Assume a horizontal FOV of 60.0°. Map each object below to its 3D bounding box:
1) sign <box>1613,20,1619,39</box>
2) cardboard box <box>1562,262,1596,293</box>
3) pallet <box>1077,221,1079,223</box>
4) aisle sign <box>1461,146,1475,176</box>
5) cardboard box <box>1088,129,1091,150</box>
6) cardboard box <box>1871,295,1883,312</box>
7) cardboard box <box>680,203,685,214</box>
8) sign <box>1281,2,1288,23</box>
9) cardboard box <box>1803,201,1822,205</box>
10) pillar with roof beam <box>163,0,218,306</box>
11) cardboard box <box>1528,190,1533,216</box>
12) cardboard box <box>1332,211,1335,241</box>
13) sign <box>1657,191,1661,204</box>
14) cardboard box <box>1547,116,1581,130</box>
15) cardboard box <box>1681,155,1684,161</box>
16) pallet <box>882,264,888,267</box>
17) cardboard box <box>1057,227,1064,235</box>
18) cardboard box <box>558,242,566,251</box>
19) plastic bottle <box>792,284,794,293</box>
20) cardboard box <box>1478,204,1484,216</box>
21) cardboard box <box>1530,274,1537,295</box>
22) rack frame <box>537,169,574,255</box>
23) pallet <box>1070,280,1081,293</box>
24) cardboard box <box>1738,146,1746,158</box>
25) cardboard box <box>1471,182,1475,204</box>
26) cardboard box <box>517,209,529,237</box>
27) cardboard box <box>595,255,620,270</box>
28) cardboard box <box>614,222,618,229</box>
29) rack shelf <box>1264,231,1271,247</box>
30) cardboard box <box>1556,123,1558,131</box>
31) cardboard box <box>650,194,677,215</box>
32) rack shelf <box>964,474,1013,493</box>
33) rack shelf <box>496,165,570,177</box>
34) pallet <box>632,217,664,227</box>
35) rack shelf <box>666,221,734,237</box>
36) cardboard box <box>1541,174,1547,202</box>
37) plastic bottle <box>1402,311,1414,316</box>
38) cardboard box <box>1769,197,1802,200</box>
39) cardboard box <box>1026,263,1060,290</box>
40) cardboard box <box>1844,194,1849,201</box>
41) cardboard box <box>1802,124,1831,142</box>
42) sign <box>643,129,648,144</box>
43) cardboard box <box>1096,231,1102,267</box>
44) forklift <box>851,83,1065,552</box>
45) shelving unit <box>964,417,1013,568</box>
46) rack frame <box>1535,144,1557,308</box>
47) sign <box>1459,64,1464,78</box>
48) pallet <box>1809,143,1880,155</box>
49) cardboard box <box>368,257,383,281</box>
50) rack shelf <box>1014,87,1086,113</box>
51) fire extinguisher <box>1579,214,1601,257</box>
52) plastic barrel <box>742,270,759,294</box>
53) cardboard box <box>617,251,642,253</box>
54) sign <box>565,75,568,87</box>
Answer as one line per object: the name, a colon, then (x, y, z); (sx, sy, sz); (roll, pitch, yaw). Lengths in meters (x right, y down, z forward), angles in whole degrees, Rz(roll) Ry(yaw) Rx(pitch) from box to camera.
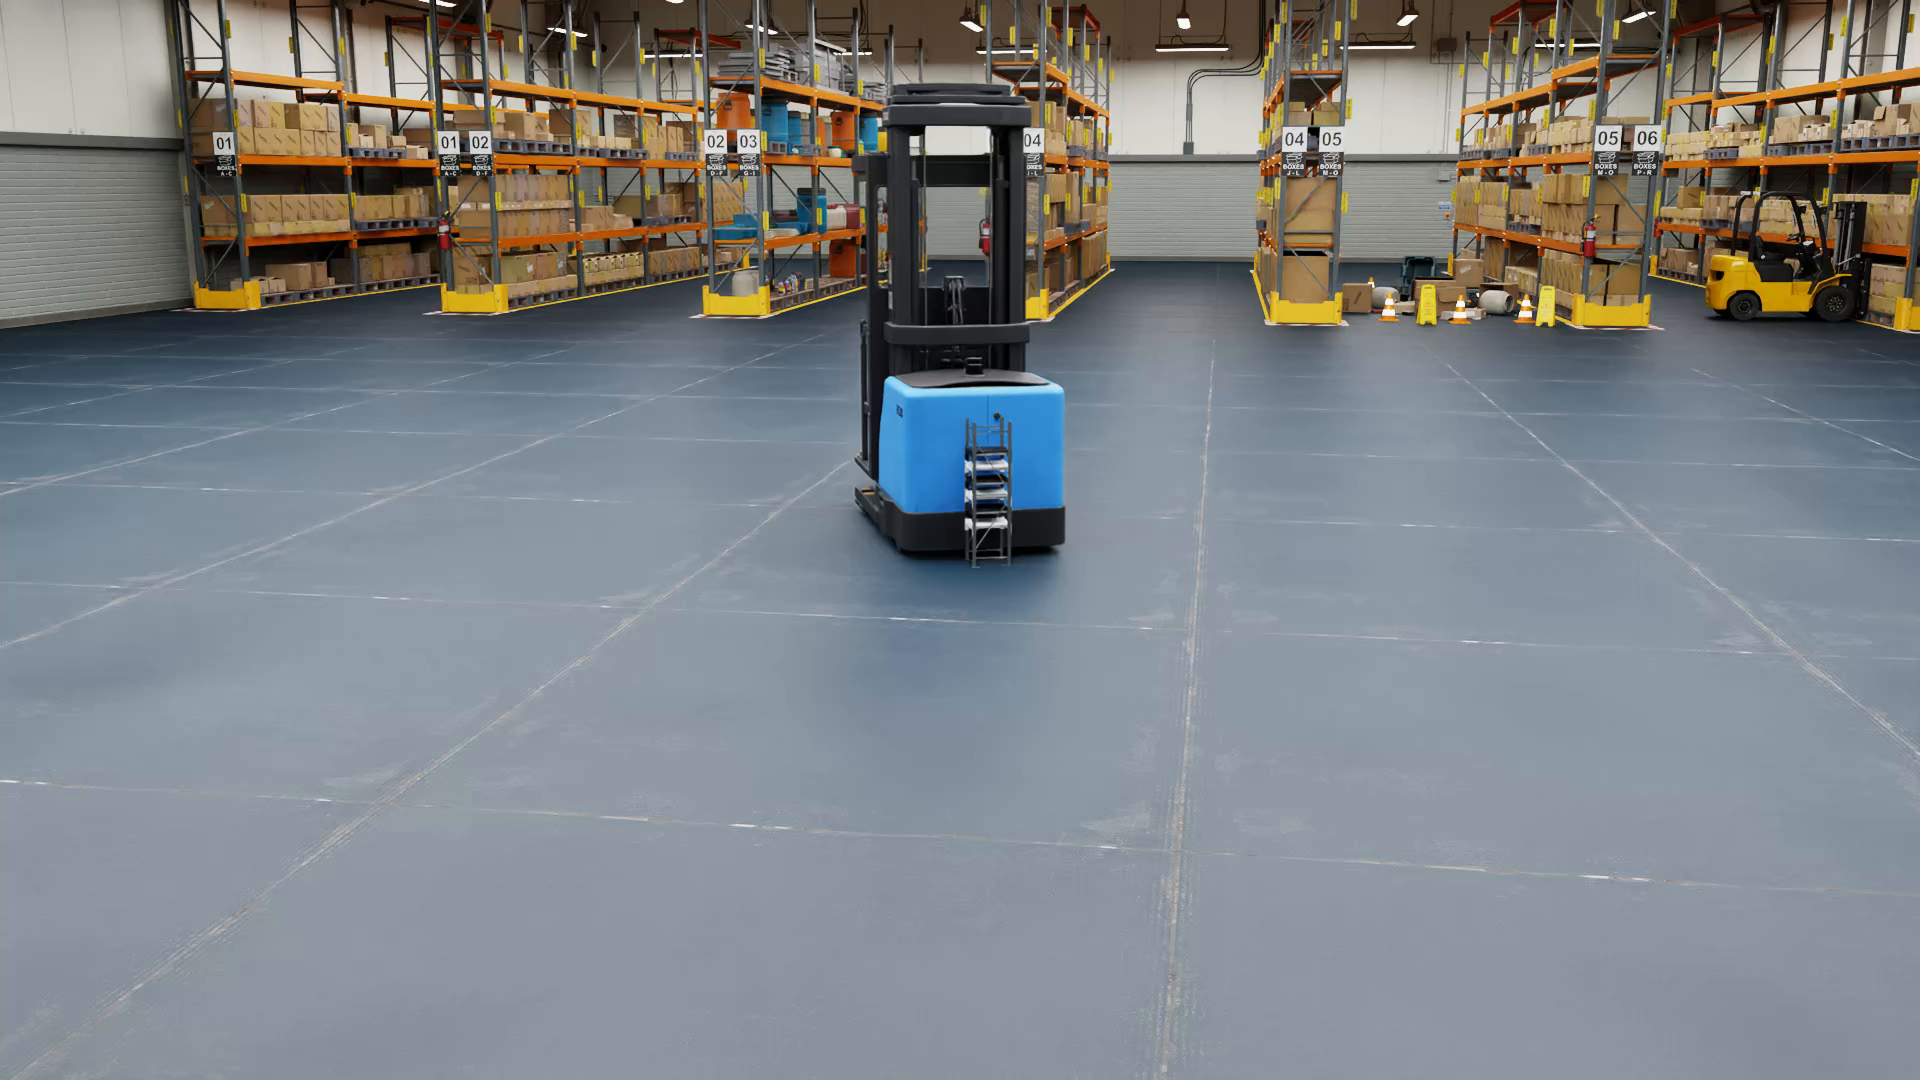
sign: (11.880, -9.245, 30.127); (0.100, 0.325, 0.005); (2, 12, 9)
cardboard box: (10.674, -4.518, 28.586); (0.500, 0.500, 0.500); (2, 12, 11)
pallet: (1.906, -6.485, 34.421); (1.003, 0.211, 1.213); (2, 12, 9)
aisle sign: (12.917, -9.632, 42.396); (0.394, 0.787, 0.004); (2, 12, 9)
cardboard box: (2.846, -9.759, 40.566); (0.700, 0.500, 0.500); (1, 12, 5)
cardboard box: (15.483, -3.918, 27.585); (0.500, 0.250, 0.500); (2, 12, 9)
cardboard box: (-7.179, -8.308, 42.187); (0.500, 0.500, 0.500); (2, 12, 10)
sign: (5.291, -8.594, 27.105); (0.100, 0.325, 0.005); (2, 12, 9)
cardboard box: (16.208, -6.338, 31.505); (0.380, 0.149, 0.250); (2, 12, 7)
pillar with roof beam: (-10.237, -8.775, 30.353); (9.100, 9.000, 0.400); (2, 12, 9)
cardboard box: (11.351, -6.552, 32.337); (0.500, 0.500, 0.500); (2, 12, 11)
cardboard box: (6.110, -5.525, 29.154); (0.875, 0.550, 0.550); (2, 12, 9)
sign: (17.561, -8.617, 41.804); (0.100, 0.325, 0.005); (2, 12, 9)
cardboard box: (11.310, -7.806, 31.147); (0.500, 0.250, 0.500); (2, 12, 10)
cardboard box: (17.487, -9.145, 39.785); (0.380, 0.149, 0.250); (2, 12, 9)
pallet: (-1.849, -7.031, 43.119); (1.003, 0.211, 1.213); (2, 12, 9)
cardboard box: (1.812, -5.983, 32.230); (0.380, 0.149, 0.250); (2, 12, 9)
cardboard box: (-11.292, -7.974, 45.809); (0.700, 0.500, 0.500); (2, 12, 9)
plastic bottle: (-3.253, -4.858, 32.011); (0.097, 0.201, 0.097); (0, 12, 0)
cardboard box: (12.231, -7.593, 38.273); (0.500, 0.250, 0.500); (2, 12, 7)
cardboard box: (11.425, -4.869, 31.705); (0.950, 0.372, 0.625); (2, 12, 9)
rack frame: (-11.283, -9.139, 46.281); (1.000, 3.000, 0.127); (2, 12, 9)
pallet: (2.048, -5.467, 35.858); (1.003, 0.211, 1.213); (2, 12, 9)
cardboard box: (16.860, -8.228, 35.288); (0.500, 0.250, 0.500); (2, 12, 9)
cardboard box: (12.463, -8.254, 39.563); (0.500, 0.500, 0.500); (2, 12, 8)
cardboard box: (-8.606, -6.007, 31.510); (0.700, 0.500, 0.500); (2, 12, 9)
cardboard box: (-7.688, -6.015, 35.982); (0.500, 0.311, 0.500); (2, 12, 10)
cardboard box: (-7.758, -6.924, 36.598); (0.380, 0.149, 0.250); (3, 12, 13)
rack shelf: (6.748, -6.043, 33.620); (1.077, 0.370, 4.000); (2, 12, 9)
cardboard box: (10.915, -7.407, 29.827); (0.380, 0.149, 0.250); (1, 12, 7)
cardboard box: (-7.340, -8.164, 40.523); (0.700, 0.500, 0.500); (4, 13, 18)
rack shelf: (0.173, -0.348, 10.203); (0.258, 0.077, 0.200); (-3, 12, -12)
rack shelf: (-11.591, -9.838, 44.109); (1.077, 0.370, 4.000); (2, 12, 9)
pallet: (-7.583, -7.364, 38.498); (1.213, 0.211, 1.003); (2, 12, 9)
rack shelf: (-6.695, -8.211, 43.683); (1.077, 0.370, 4.000); (2, 12, 9)
cardboard box: (11.065, -6.437, 30.426); (0.700, 0.500, 0.500); (2, 12, 8)
plastic bottle: (7.946, -4.030, 29.550); (0.133, 0.061, 0.283); (-2, 12, -11)
cardboard box: (17.101, -6.867, 34.505); (0.500, 0.500, 0.500); (2, 12, 11)
cardboard box: (1.670, -5.280, 33.262); (0.700, 0.500, 0.500); (1, 12, 4)
cardboard box: (15.976, -6.075, 29.580); (0.380, 0.149, 0.250); (2, 12, 10)
cardboard box: (16.241, -7.674, 31.339); (0.500, 0.311, 0.500); (1, 12, 7)
sign: (-7.071, -9.052, 37.342); (0.100, 0.325, 0.005); (2, 12, 9)
cardboard box: (3.104, -7.314, 41.857); (0.875, 0.875, 0.875); (2, 12, 9)
forklift: (-0.142, -1.621, 11.560); (1.130, 2.935, 3.031); (-3, 12, -12)
shelving unit: (0.173, -0.292, 10.214); (0.258, 0.900, 0.210); (-3, 12, -12)
rack frame: (11.347, -5.839, 30.965); (1.000, 3.000, 0.127); (2, 12, 9)
sign: (12.645, -11.823, 41.899); (0.100, 0.325, 0.005); (2, 12, 9)
pallet: (16.375, -7.235, 30.781); (0.805, 0.209, 1.217); (1, 12, 6)
cardboard box: (-13.002, -5.897, 36.127); (0.700, 0.500, 0.500); (2, 12, 8)
rack shelf: (1.862, -8.962, 33.873); (1.077, 0.370, 4.000); (2, 12, 9)
fire extinguisher: (10.259, -4.959, 27.069); (0.296, 0.674, 0.183); (2, 12, 9)
plastic barrel: (-3.852, -4.720, 30.686); (0.421, 0.512, 0.421); (0, 12, 0)
cardboard box: (-7.706, -6.510, 38.968); (0.500, 0.500, 0.500); (2, 12, 11)
sign: (-10.749, -12.547, 45.447); (0.100, 0.325, 0.005); (2, 12, 9)
